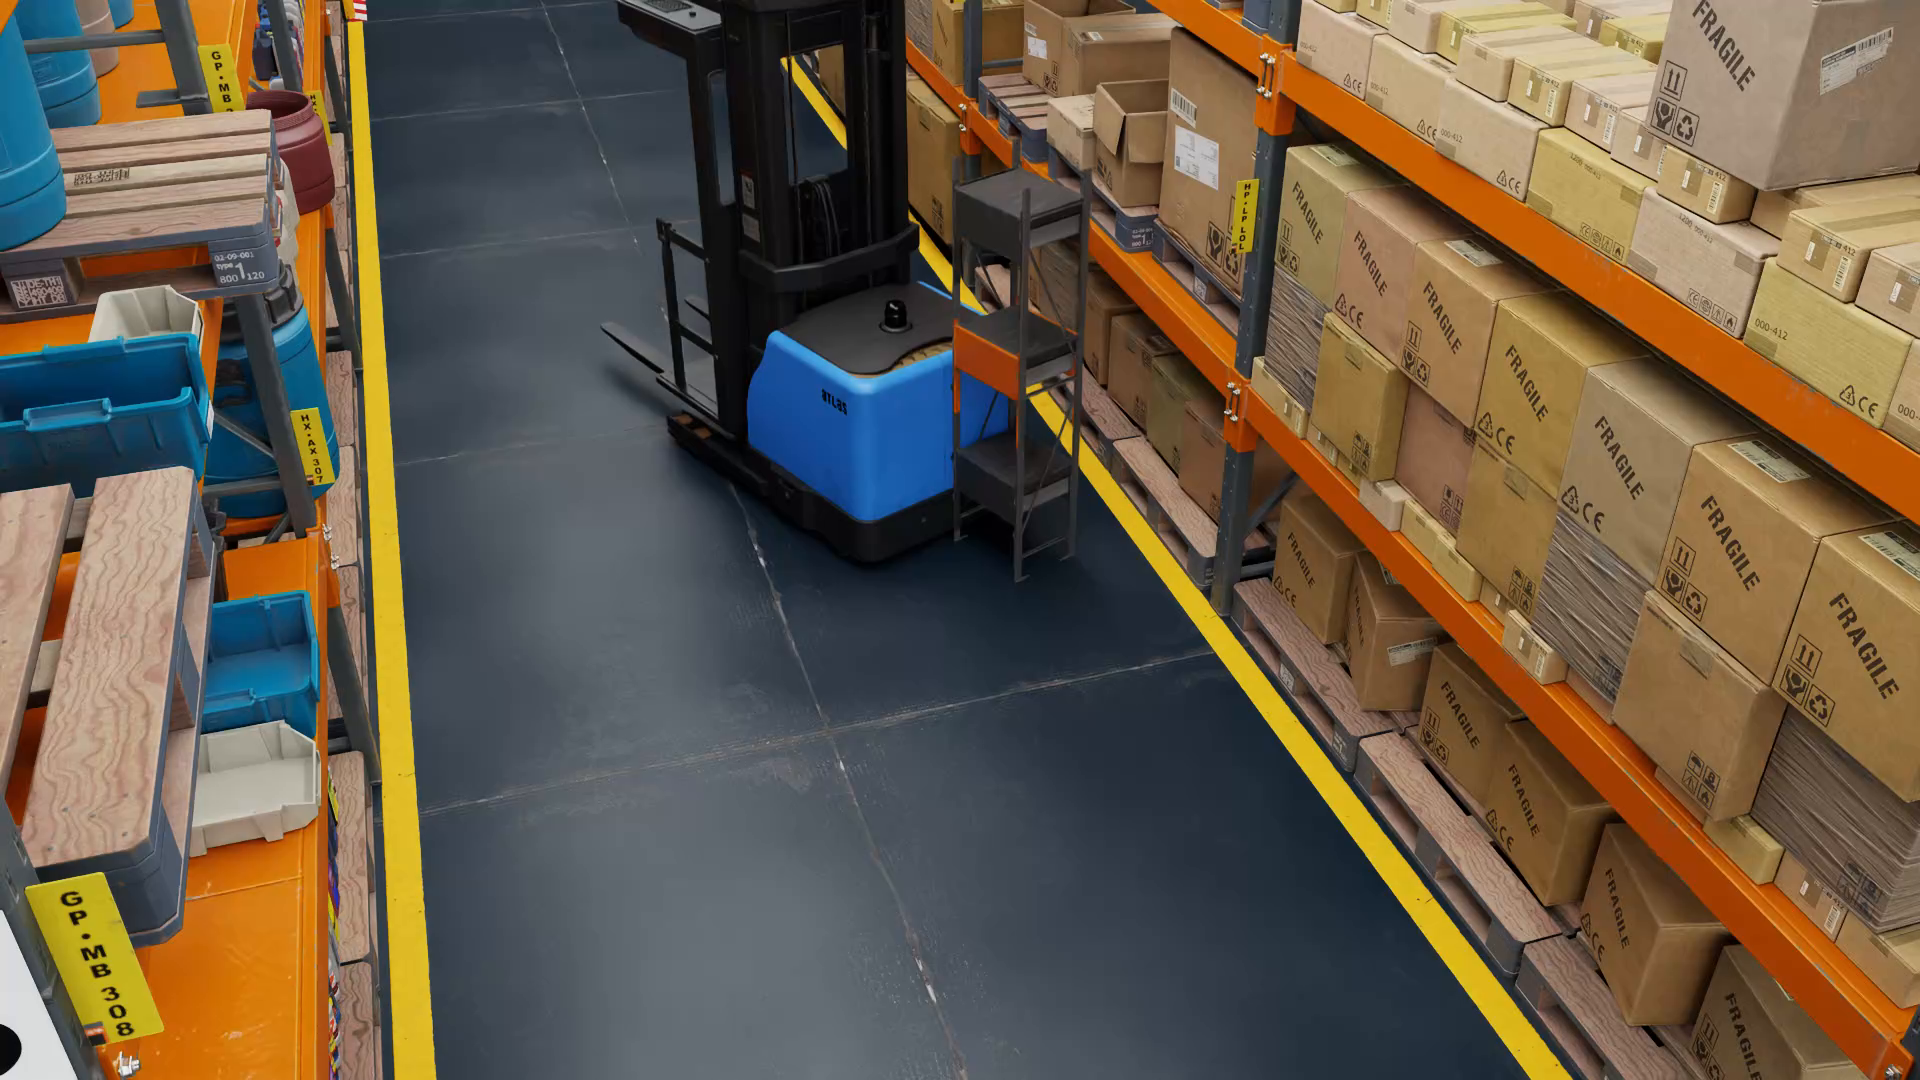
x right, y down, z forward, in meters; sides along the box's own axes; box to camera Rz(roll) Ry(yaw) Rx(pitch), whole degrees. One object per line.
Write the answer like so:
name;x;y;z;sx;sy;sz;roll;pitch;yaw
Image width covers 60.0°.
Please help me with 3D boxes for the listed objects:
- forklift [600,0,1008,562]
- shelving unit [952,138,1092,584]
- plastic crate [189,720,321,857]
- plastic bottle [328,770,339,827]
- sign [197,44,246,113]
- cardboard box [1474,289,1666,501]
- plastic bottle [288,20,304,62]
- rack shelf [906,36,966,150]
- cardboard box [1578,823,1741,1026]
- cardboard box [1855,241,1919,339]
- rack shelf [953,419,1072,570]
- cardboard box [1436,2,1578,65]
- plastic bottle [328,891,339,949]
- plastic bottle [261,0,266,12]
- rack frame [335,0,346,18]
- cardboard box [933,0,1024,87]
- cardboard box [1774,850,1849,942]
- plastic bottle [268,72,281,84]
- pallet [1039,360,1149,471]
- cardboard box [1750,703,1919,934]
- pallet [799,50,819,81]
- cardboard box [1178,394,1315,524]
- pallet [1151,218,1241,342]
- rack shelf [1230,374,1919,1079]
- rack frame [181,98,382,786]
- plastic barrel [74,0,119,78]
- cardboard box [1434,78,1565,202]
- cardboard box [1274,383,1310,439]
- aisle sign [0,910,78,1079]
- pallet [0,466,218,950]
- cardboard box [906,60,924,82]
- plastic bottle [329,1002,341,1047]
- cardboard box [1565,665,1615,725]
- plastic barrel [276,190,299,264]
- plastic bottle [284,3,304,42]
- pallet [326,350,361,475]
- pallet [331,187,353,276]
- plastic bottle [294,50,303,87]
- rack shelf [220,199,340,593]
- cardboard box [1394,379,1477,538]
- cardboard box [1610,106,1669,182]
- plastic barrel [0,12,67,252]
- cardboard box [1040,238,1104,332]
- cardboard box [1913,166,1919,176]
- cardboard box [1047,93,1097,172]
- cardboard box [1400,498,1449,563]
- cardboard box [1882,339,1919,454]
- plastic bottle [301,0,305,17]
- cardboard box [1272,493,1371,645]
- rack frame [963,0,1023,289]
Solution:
forklift;-1.030;-1.855;8.898;1.130;2.935;3.031;-24;41;-32
shelving unit;0.279;-0.831;8.103;0.431;2.100;0.503;-24;41;-32
plastic crate;-2.246;0.771;5.102;0.530;0.136;0.437;-10;35;-15
plastic bottle;-2.521;0.998;6.584;0.061;0.283;0.133;-8;34;-12
sign;-2.455;-1.491;5.557;0.100;0.325;0.005;-10;35;-15
cardboard box;2.099;-0.501;5.519;0.500;0.500;0.500;-10;35;-15
plastic bottle;-4.503;-3.385;11.258;0.061;0.283;0.133;-10;35;-15
rack shelf;-0.096;-3.832;12.481;1.077;0.370;4.000;-10;35;-15
cardboard box;2.565;1.347;5.877;0.500;0.500;0.500;-1;33;-2
cardboard box;2.417;-0.612;4.009;0.380;0.149;0.250;-12;35;-17
rack shelf;0.279;-0.236;8.496;0.431;0.518;0.480;-24;41;-32
cardboard box;1.865;-1.719;5.684;0.380;0.149;0.250;-9;35;-13
plastic bottle;-2.354;1.332;6.016;0.144;0.351;0.185;-10;35;-15
plastic bottle;-4.842;-3.656;11.678;0.097;0.271;0.097;0;33;0
rack frame;-6.643;-6.449;15.789;1.000;3.000;0.127;-10;35;-15
cardboard box;0.128;-3.341;10.995;0.500;0.500;0.500;-9;35;-13
cardboard box;2.596;0.977;4.779;0.380;0.149;0.250;-10;35;-15
plastic bottle;-4.235;-2.775;10.346;0.097;0.271;0.097;0;33;0
pallet;1.120;-0.869;9.873;1.003;0.211;1.213;-10;35;-15
cardboard box;2.813;0.659;4.672;0.875;0.500;0.500;-10;35;-15
pallet;-0.863;-4.431;15.265;1.003;0.211;1.213;-10;35;-15
cardboard box;1.568;-0.449;8.577;0.700;0.500;0.500;-13;36;-18
pallet;1.640;-1.328;8.213;1.003;0.211;1.213;-10;35;-15
rack shelf;2.345;0.368;6.125;1.077;0.370;4.000;-10;35;-15
rack frame;-2.982;-0.149;6.255;1.000;3.000;0.127;-10;35;-15
plastic barrel;-3.544;-2.184;6.158;0.600;0.901;0.600;0;33;0
cardboard box;1.936;-1.352;5.490;0.500;0.250;0.500;-11;35;-17
cardboard box;1.578;-0.580;7.135;0.380;0.149;0.250;-10;35;-15
aisle sign;-1.461;0.855;2.377;0.394;0.787;0.004;-10;35;-15
pallet;-1.921;0.327;2.984;1.003;0.211;1.213;-10;35;-15
cardboard box;0.059;-3.206;12.427;1.225;0.875;0.875;-10;35;-15
plastic bottle;-2.184;1.646;5.677;0.097;0.201;0.097;0;33;0
cardboard box;2.274;0.454;5.569;0.380;0.149;0.250;-10;35;-15
plastic barrel;-3.557;-1.571;8.305;0.421;0.512;0.421;0;33;0
plastic bottle;-4.688;-3.618;11.617;0.152;0.276;0.135;-10;35;-15
pallet;-4.003;-0.673;9.576;1.003;0.211;1.213;-10;35;-15
pallet;-4.851;-2.132;11.785;1.003;0.211;1.213;-10;35;-15
plastic bottle;-4.336;-3.096;10.821;0.061;0.283;0.133;-10;35;-15
rack shelf;-3.592;-0.899;8.042;1.077;0.370;4.000;-10;35;-15
cardboard box;2.180;-0.387;6.255;0.875;0.500;0.500;-10;35;-15
cardboard box;2.144;-1.167;4.848;0.380;0.149;0.250;-12;35;-17
plastic barrel;-2.781;-1.244;4.356;0.600;0.901;0.708;-10;35;-15
cardboard box;0.919;-1.585;10.297;0.700;0.500;0.500;-13;36;-19
cardboard box;2.824;-0.968;4.548;0.380;0.149;0.250;-10;35;-15
cardboard box;0.807;-2.276;9.229;0.500;0.250;0.500;-11;35;-16
cardboard box;1.918;-0.062;6.350;0.380;0.149;0.250;-10;35;-15
cardboard box;2.566;-0.281;3.870;0.500;0.250;0.500;-9;35;-14
plastic bottle;-4.883;-3.953;12.124;0.152;0.276;0.135;-10;35;-15
cardboard box;1.819;0.102;7.761;0.500;0.500;0.500;-11;35;-16
rack frame;0.515;-3.082;10.694;1.000;3.000;0.127;-10;35;-15
